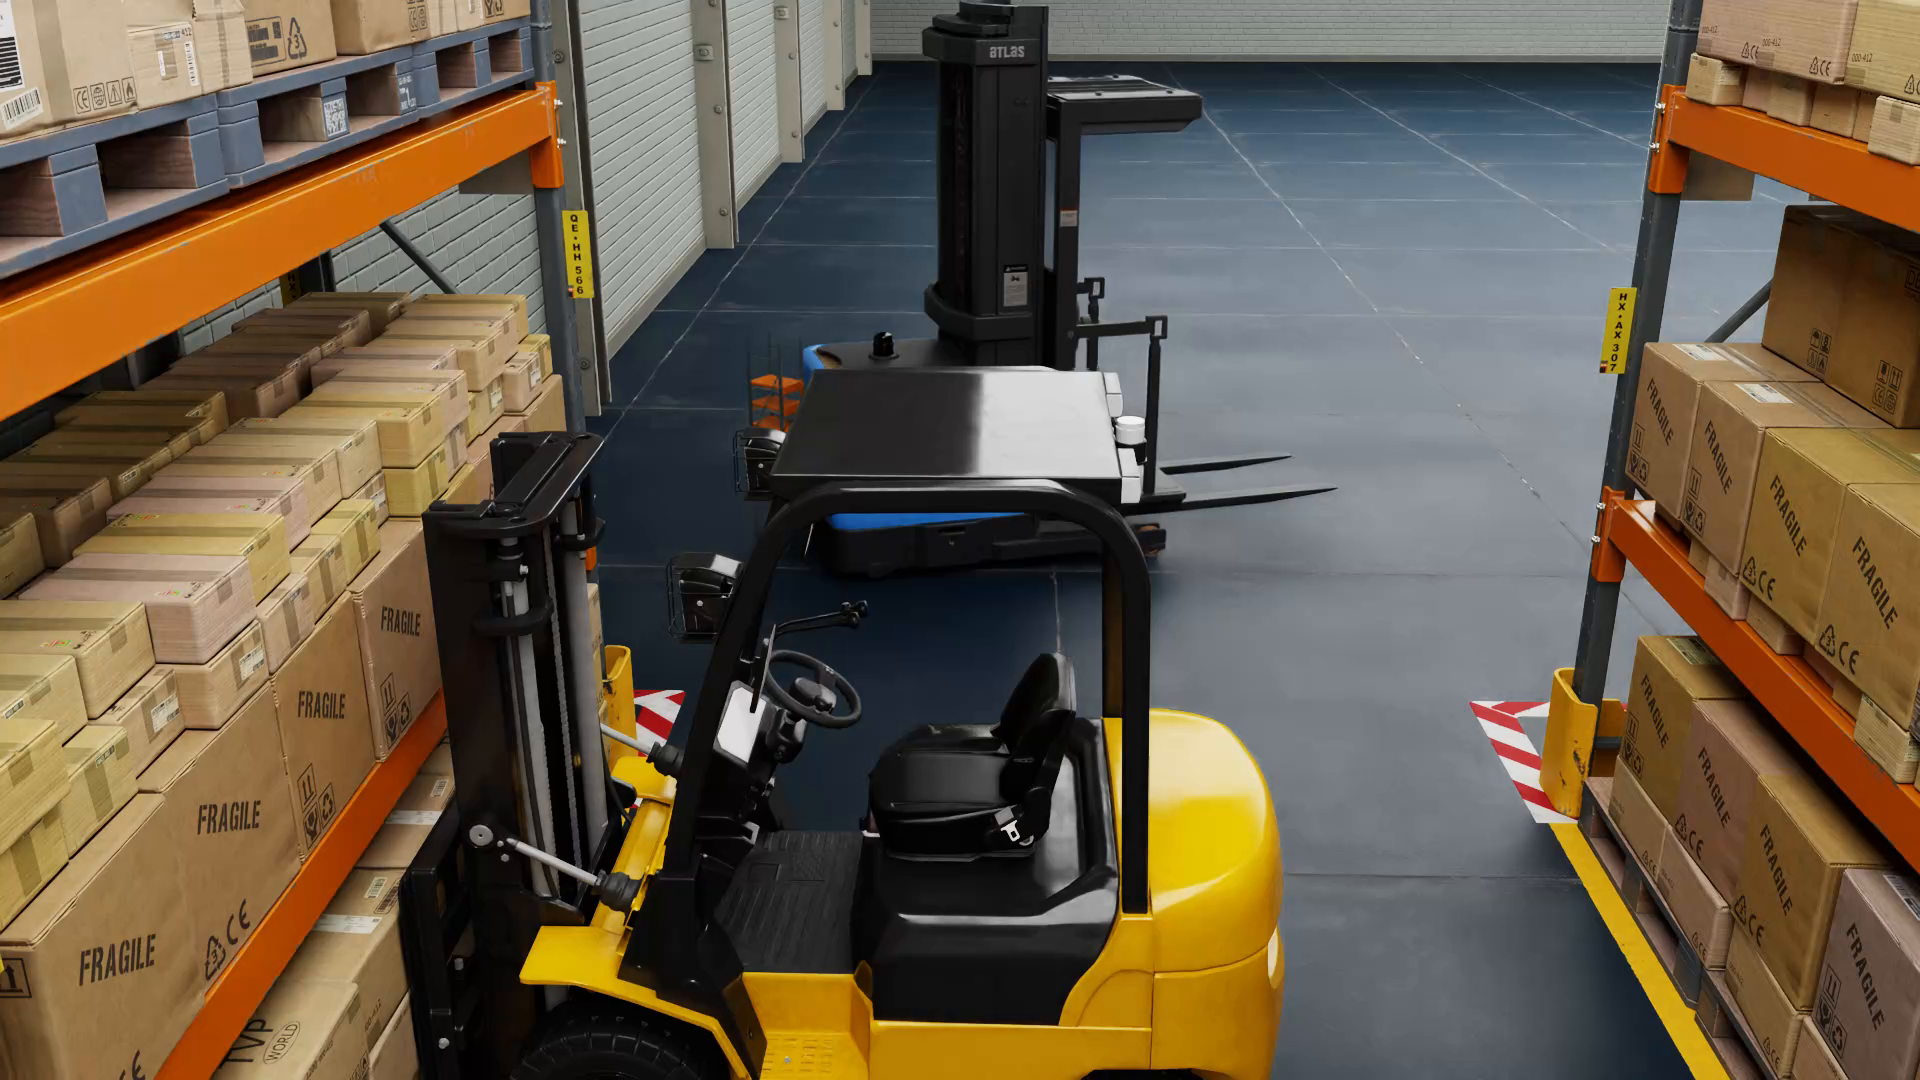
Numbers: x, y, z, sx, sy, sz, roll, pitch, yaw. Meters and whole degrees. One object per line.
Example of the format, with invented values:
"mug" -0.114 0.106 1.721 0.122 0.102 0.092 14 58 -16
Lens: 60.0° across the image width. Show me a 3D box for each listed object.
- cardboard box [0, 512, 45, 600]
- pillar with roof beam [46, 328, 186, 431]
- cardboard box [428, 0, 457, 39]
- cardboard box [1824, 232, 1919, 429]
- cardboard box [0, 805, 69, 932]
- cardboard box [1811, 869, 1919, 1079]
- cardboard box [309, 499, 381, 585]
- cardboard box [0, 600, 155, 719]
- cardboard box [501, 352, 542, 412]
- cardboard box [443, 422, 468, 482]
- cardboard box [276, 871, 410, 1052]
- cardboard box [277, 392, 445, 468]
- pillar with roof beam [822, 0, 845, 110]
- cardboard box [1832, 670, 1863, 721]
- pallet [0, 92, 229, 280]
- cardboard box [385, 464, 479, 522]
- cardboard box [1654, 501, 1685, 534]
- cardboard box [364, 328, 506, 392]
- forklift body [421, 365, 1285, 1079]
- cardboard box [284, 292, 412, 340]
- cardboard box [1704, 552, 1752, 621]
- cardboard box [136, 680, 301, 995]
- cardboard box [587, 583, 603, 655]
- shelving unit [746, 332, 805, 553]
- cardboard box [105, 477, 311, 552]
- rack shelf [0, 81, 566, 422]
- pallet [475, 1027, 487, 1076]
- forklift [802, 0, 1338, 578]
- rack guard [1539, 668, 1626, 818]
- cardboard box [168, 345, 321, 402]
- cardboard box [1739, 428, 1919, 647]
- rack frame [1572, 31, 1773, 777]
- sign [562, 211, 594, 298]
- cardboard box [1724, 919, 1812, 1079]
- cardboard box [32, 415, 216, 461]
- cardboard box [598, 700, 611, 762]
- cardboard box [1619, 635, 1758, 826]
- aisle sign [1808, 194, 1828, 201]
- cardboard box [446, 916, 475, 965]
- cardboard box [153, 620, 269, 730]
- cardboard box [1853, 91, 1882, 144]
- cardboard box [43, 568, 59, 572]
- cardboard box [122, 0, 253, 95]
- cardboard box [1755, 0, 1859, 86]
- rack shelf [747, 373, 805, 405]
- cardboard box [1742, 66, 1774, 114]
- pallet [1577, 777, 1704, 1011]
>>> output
"cardboard box" -2.363 0.046 3.816 0.380 0.149 0.250 0 21 1
"pillar with roof beam" 1.415 -2.930 4.641 9.100 9.000 0.400 1 21 2
"cardboard box" -1.696 -1.606 4.842 0.396 0.266 0.258 1 21 2
"cardboard box" 3.175 -0.651 5.128 0.700 0.500 0.500 1 21 2
"cardboard box" -1.815 0.562 2.898 0.380 0.149 0.250 0 21 1
"cardboard box" 2.651 1.228 4.401 0.500 0.500 0.500 2 21 4
"cardboard box" -1.748 0.004 4.338 0.380 0.149 0.250 0 21 1
"cardboard box" -1.865 0.236 3.327 0.380 0.149 0.250 0 21 1
"cardboard box" -1.675 -0.550 5.766 0.380 0.149 0.250 1 21 2
"cardboard box" -1.724 -0.271 5.045 0.380 0.149 0.250 0 21 0
"cardboard box" -1.730 1.107 4.366 0.500 0.250 0.500 1 21 3
"cardboard box" -1.705 -0.316 4.750 0.380 0.149 0.250 1 21 3
"pillar with roof beam" 2.145 -11.608 27.005 9.100 9.000 0.400 1 21 2
"cardboard box" 2.682 0.431 4.618 0.380 0.149 0.250 0 21 0
"pallet" -2.088 -0.642 3.013 1.003 0.211 1.213 1 21 2
"cardboard box" -1.759 0.084 5.026 0.500 0.500 0.500 0 21 1
"cardboard box" 2.778 -0.132 6.069 0.380 0.149 0.250 1 21 2
"cardboard box" -1.724 -0.594 5.467 0.380 0.149 0.250 1 21 3
"forklift body" -0.200 0.679 4.806 2.313 2.155 1.214 1 21 2
"cardboard box" -2.190 -0.791 5.975 0.380 0.149 0.250 0 21 1
"cardboard box" 2.642 0.146 5.353 0.380 0.149 0.250 1 21 2
"cardboard box" -1.814 0.631 3.618 0.500 0.500 0.500 1 21 3
"cardboard box" -1.668 0.367 6.274 0.500 0.250 0.500 1 21 3
"shelving unit" -1.012 -0.537 9.254 0.258 1.200 0.189 13 25 31
"cardboard box" -1.822 -0.043 4.046 0.380 0.149 0.250 1 21 1
"rack shelf" -2.027 -0.762 4.195 1.077 0.370 4.000 1 21 2
"pallet" -1.988 1.594 5.128 1.003 0.211 1.213 1 21 2
"forklift" 0.660 -1.439 9.186 3.031 2.935 1.130 -6 22 -14
"rack guard" 2.993 0.824 6.715 1.175 0.500 0.348 1 21 2
"cardboard box" -2.248 -0.512 5.256 0.380 0.149 0.250 1 21 2
"cardboard box" 2.677 -0.015 4.871 0.500 0.500 0.500 0 21 1
"rack frame" 2.995 -0.369 6.334 1.000 3.000 0.127 1 21 2
"sign" -1.424 -1.062 6.191 0.100 0.325 0.005 1 21 2
"cardboard box" 2.667 1.387 5.027 0.500 0.250 0.500 2 21 5
"cardboard box" -2.266 -0.232 4.535 0.380 0.149 0.250 1 21 2
"cardboard box" -1.665 0.837 6.446 0.500 0.250 0.500 1 21 2
"cardboard box" 2.694 0.664 5.854 0.500 0.500 0.500 0 21 0
"aisle sign" 3.287 -1.600 5.913 0.394 0.787 0.004 1 21 2
"cardboard box" -1.708 1.159 4.925 0.500 0.250 0.500 1 21 1
"cardboard box" -1.747 0.286 3.611 0.380 0.149 0.250 1 21 3
"cardboard box" 2.713 -1.157 4.565 0.380 0.149 0.250 0 21 0
"cardboard box" -2.300 0.089 4.118 0.380 0.149 0.250 0 21 1
"cardboard box" -1.739 -1.088 3.506 0.396 0.266 0.258 0 21 0
"cardboard box" 2.689 -1.476 4.835 0.500 0.250 0.500 0 21 1
"rack shelf" -1.012 -0.831 9.140 0.258 0.103 0.180 13 25 31
"cardboard box" 2.742 -1.438 5.290 0.380 0.149 0.250 0 21 0
"pallet" 2.933 1.252 6.011 1.003 0.211 1.213 1 21 2
